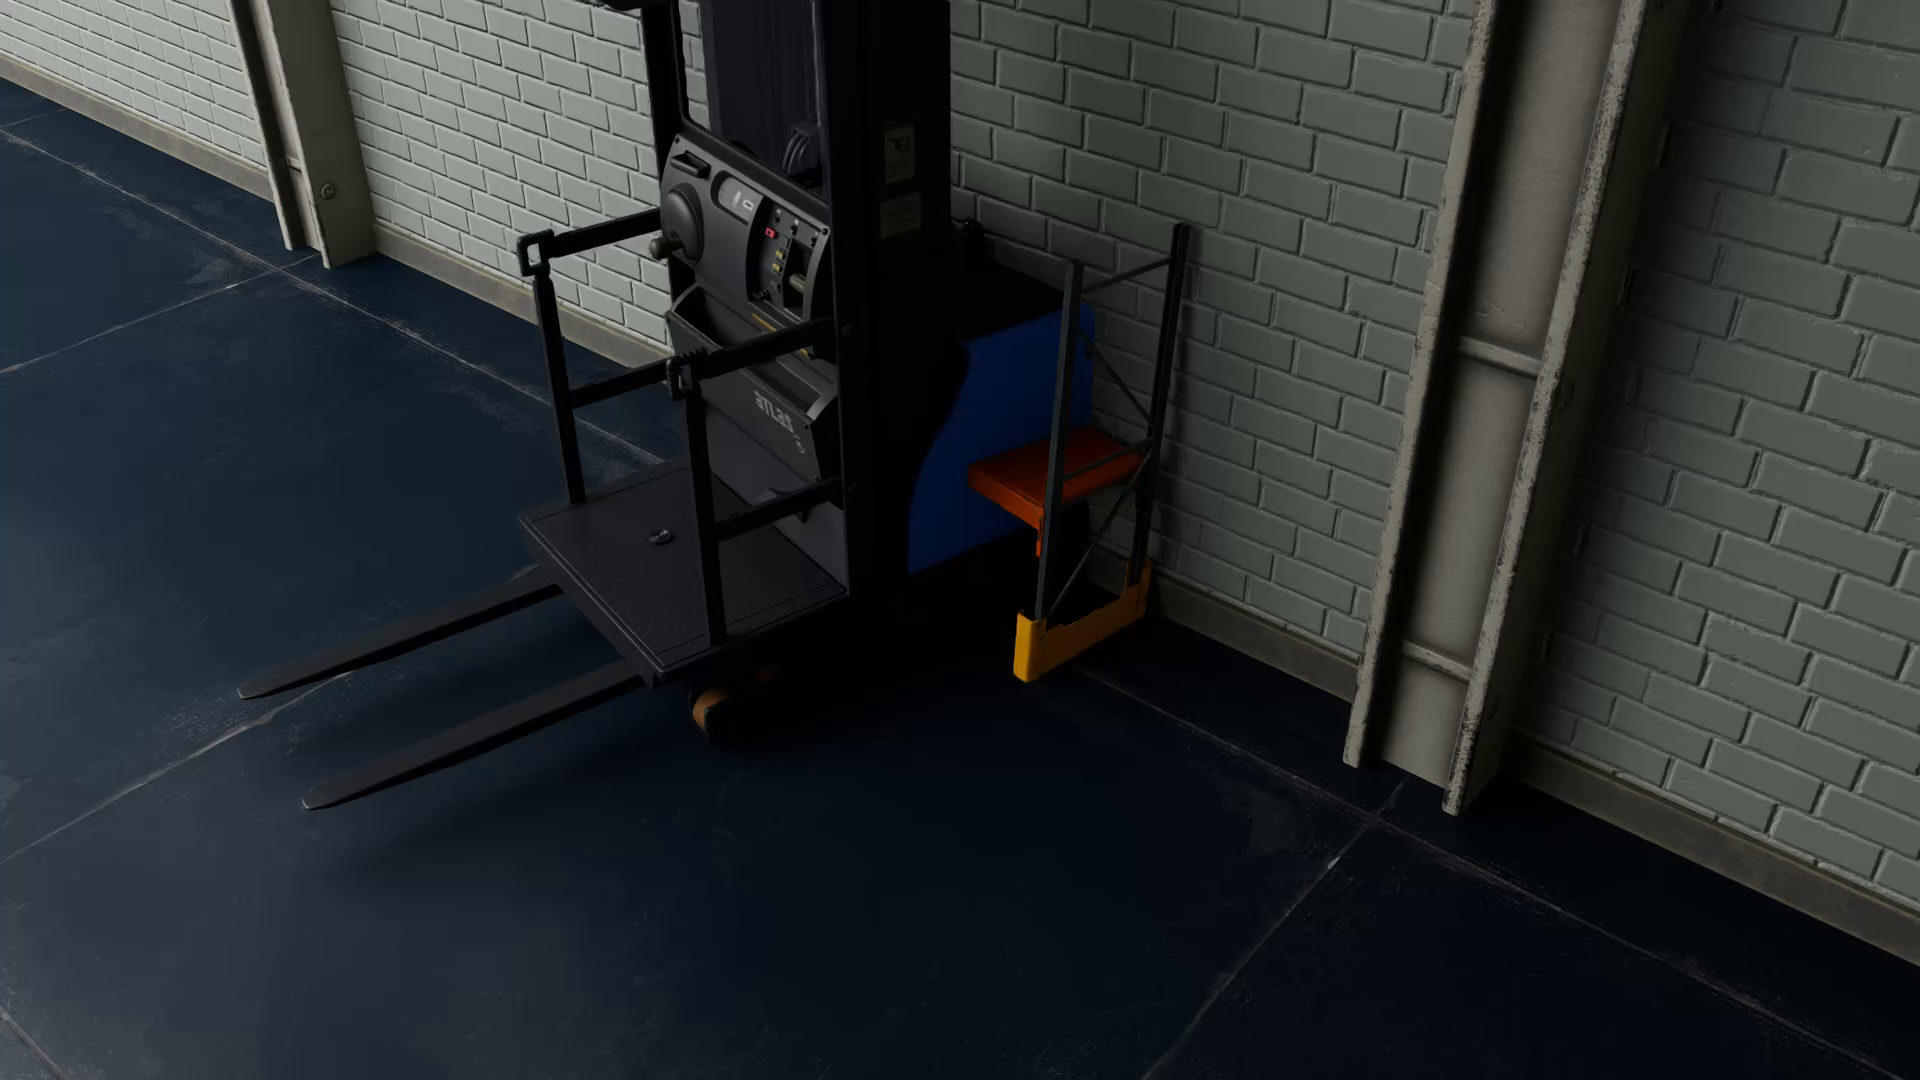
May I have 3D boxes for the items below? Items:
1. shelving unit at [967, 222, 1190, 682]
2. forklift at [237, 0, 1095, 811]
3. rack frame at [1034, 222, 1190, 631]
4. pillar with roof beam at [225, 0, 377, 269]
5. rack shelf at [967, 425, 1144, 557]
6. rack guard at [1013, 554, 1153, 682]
[{"bbox_3d":[0.121,-0.480,5.627,0.587,1.500,1.083,-24,43,-35],"label":"shelving unit"},{"bbox_3d":[-0.836,-0.915,4.994,3.031,2.935,1.130,-23,40,-29],"label":"forklift"},{"bbox_3d":[0.465,-0.252,5.315,0.500,1.500,0.032,-24,43,-35],"label":"rack frame"},{"bbox_3d":[-5.912,-3.309,3.120,0.400,9.000,9.100,25,42,32],"label":"pillar with roof beam"},{"bbox_3d":[0.119,-0.326,5.721,0.538,0.185,1.000,-24,43,-35],"label":"rack shelf"},{"bbox_3d":[0.422,0.259,5.673,0.587,0.250,0.087,-24,43,-35],"label":"rack guard"}]
